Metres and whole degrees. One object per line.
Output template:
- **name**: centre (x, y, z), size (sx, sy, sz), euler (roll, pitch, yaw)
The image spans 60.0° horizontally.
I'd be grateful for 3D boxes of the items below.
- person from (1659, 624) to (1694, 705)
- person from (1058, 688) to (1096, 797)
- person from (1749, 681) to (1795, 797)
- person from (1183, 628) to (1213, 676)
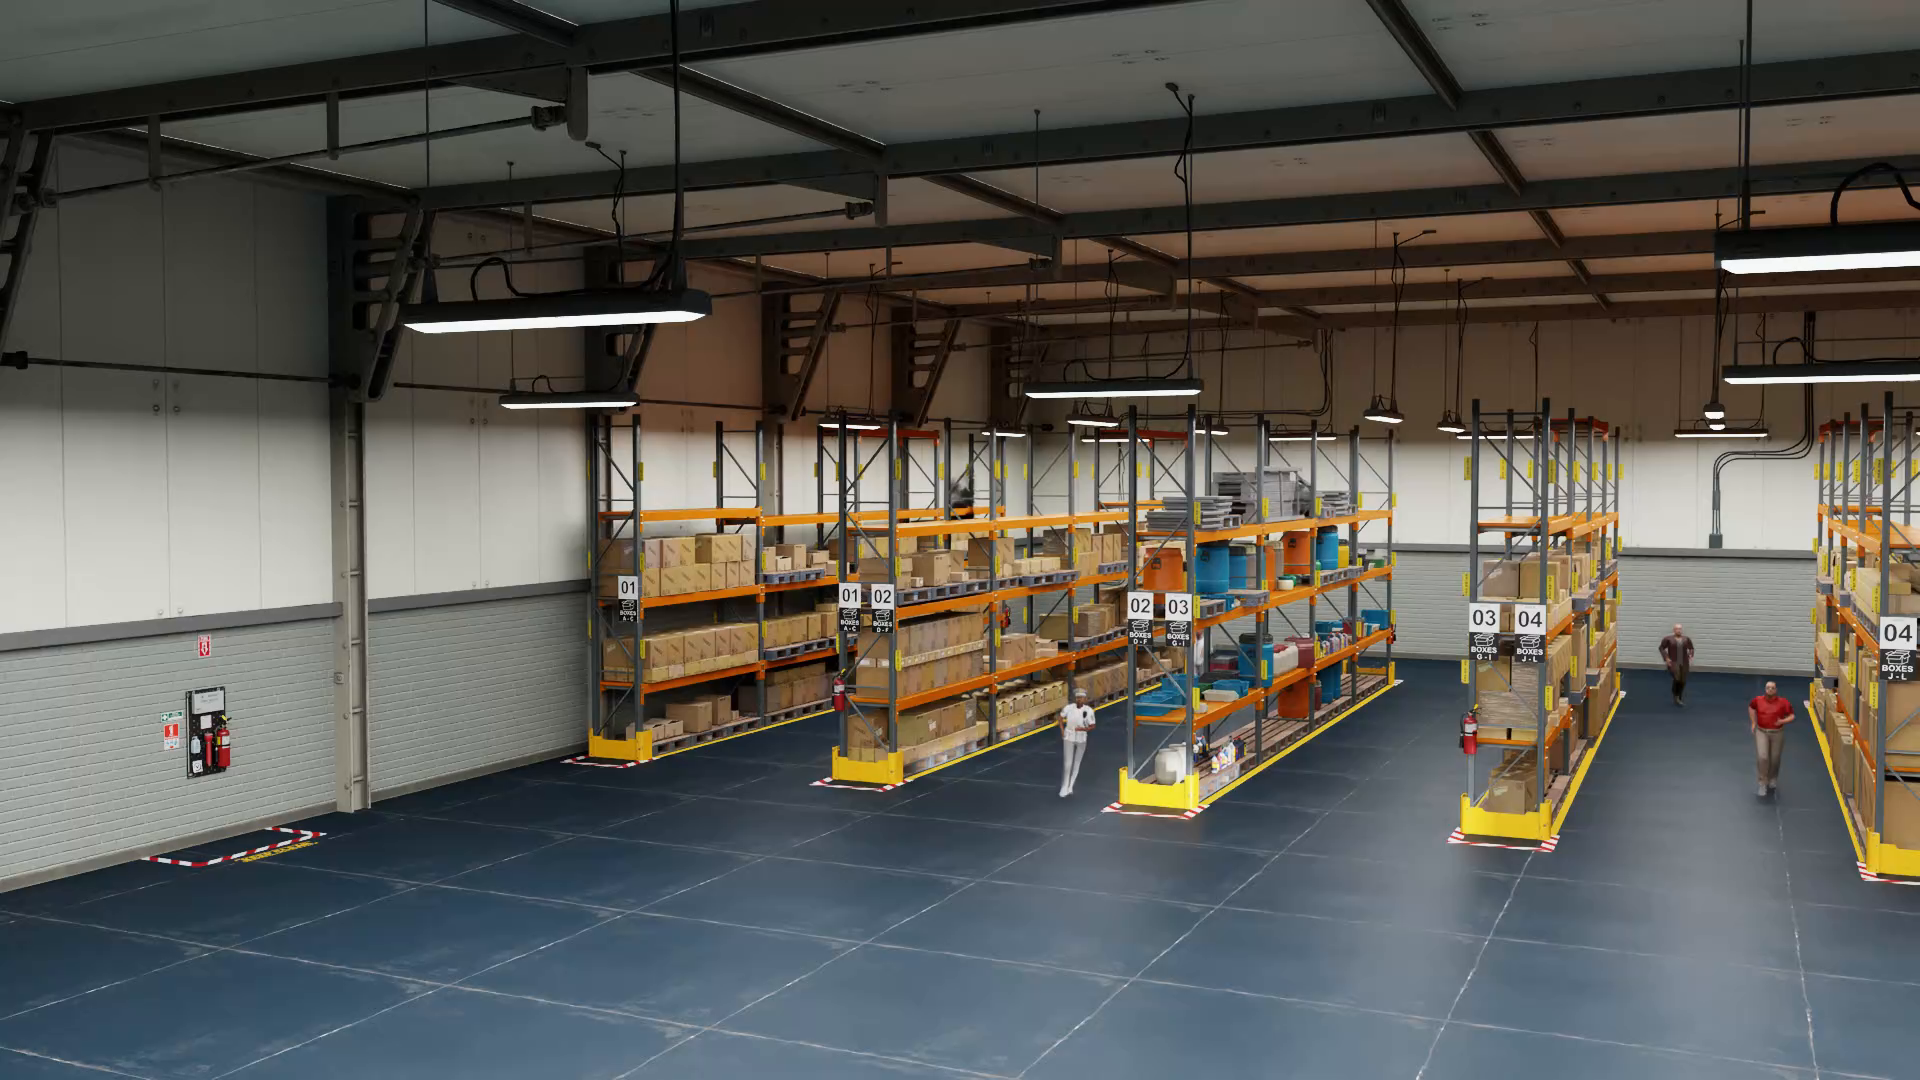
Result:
- **person**: centre (15.399, 2.724, 35.648), size (0.687, 1.659, 0.673), euler (0, 2, 5)
- **person**: centre (1.805, 3.129, 25.648), size (0.567, 1.726, 0.647), euler (0, 2, 0)
- **person**: centre (12.645, 3.078, 25.918), size (0.650, 1.773, 0.851), euler (1, 3, 25)
- **person**: centre (5.122, 2.660, 35.871), size (0.668, 1.738, 0.768), euler (1, 2, 15)
